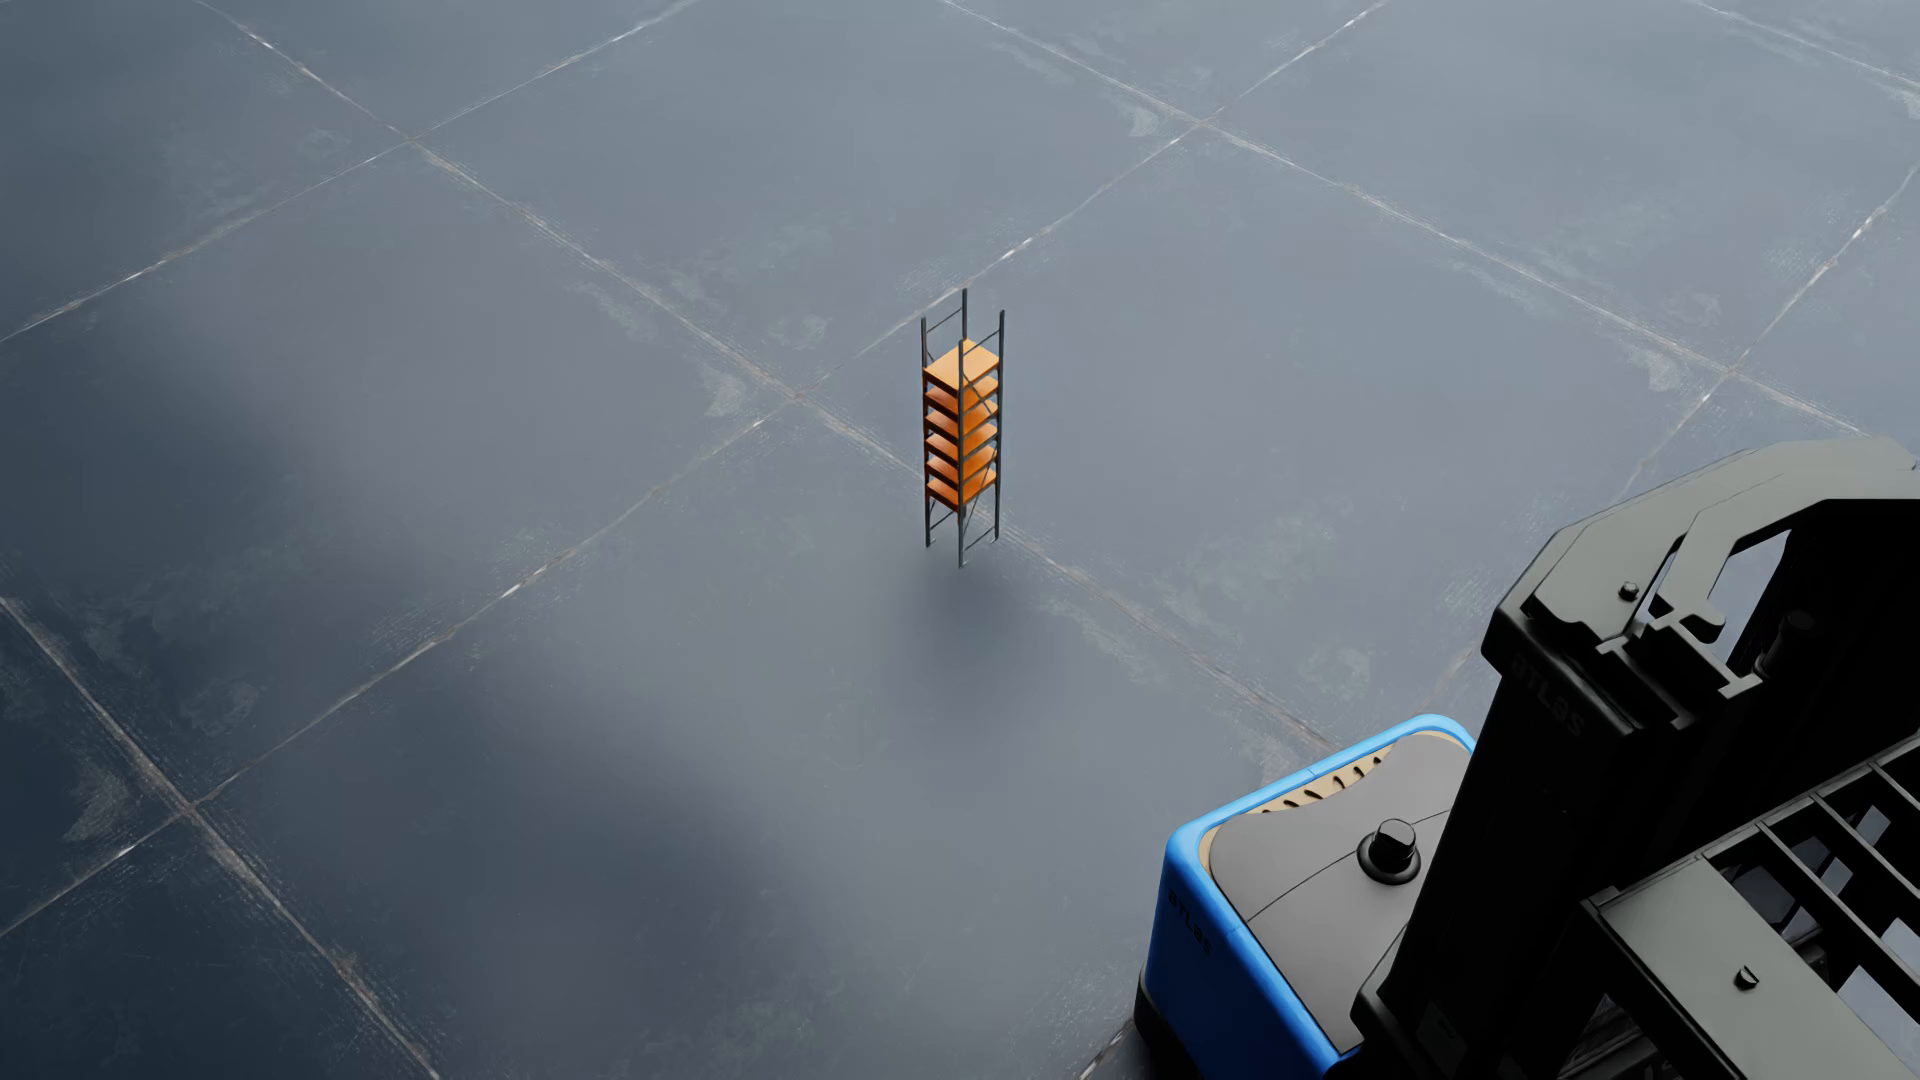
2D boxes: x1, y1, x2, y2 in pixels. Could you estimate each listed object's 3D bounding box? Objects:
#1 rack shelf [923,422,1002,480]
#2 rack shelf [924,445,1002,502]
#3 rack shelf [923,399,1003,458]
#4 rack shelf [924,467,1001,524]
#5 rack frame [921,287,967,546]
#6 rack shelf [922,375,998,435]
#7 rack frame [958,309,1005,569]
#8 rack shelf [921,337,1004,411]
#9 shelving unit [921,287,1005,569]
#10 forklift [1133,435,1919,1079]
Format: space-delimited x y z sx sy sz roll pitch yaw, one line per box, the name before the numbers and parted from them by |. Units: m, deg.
rack shelf | 0.011 -0.373 6.447 0.180 0.103 0.258 34 55 28
rack shelf | 0.011 -0.291 6.534 0.180 0.103 0.258 34 55 28
rack shelf | 0.011 -0.455 6.359 0.180 0.103 0.258 34 55 28
rack shelf | 0.011 -0.209 6.622 0.180 0.103 0.258 34 55 28
rack frame | -0.057 -0.449 6.457 0.006 1.200 0.240 34 55 28
rack shelf | 0.011 -0.537 6.272 0.180 0.103 0.258 34 55 28
rack frame | 0.078 -0.358 6.372 0.006 1.200 0.240 34 55 28
rack shelf | 0.011 -0.620 6.184 0.180 0.103 0.258 34 55 28
shelving unit | 0.011 -0.404 6.414 0.189 1.200 0.258 34 55 28
forklift | 1.686 1.341 3.589 1.130 2.935 3.031 -21 50 -19
